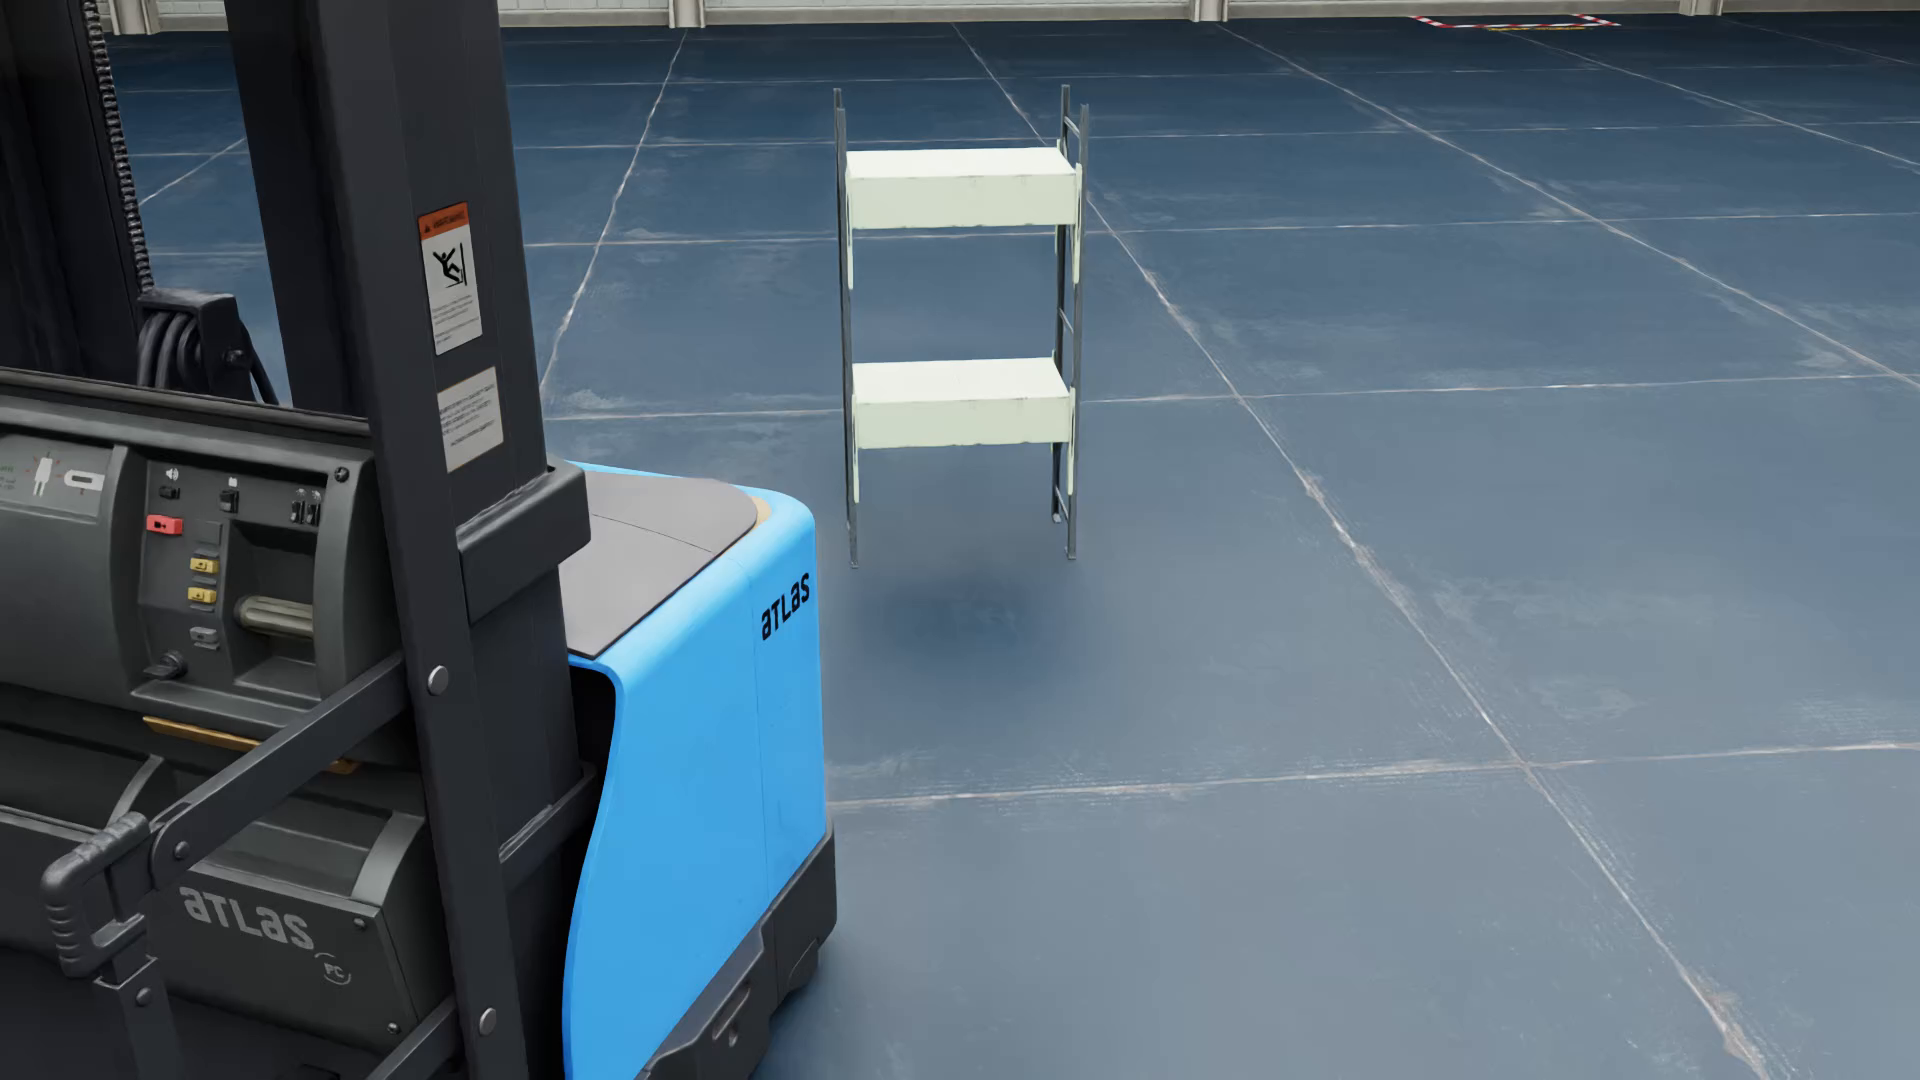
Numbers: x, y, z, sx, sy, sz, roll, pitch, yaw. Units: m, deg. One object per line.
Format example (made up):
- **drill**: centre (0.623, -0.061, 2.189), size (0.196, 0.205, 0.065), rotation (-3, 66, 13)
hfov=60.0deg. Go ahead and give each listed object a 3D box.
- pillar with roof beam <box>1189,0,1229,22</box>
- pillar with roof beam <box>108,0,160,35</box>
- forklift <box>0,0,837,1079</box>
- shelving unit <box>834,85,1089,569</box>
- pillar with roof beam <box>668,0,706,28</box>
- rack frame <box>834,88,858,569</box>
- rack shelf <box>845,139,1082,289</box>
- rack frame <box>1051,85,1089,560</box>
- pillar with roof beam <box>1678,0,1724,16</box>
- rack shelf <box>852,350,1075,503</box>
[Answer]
- **pillar with roof beam**: centre (3.312, -8.436, 13.651), size (0.400, 9.000, 9.100), rotation (-2, 24, -5)
- **pillar with roof beam**: centre (-8.630, -7.957, 12.573), size (0.400, 9.000, 9.100), rotation (-2, 24, -5)
- **forklift**: centre (-1.260, 0.044, 2.043), size (1.130, 2.935, 3.031), rotation (9, 25, 18)
- **shelving unit**: centre (-0.007, -0.685, 5.445), size (0.755, 1.500, 0.431), rotation (-2, 24, -5)
- **pillar with roof beam**: centre (-2.659, -8.197, 13.112), size (0.400, 9.000, 9.100), rotation (-2, 24, -5)
- **rack frame**: centre (-0.371, -0.670, 5.412), size (0.023, 1.500, 0.400), rotation (-2, 24, -5)
- **rack shelf**: centre (-0.007, -1.042, 5.286), size (0.720, 0.370, 0.431), rotation (-2, 24, -5)
- **rack frame**: centre (0.358, -0.700, 5.478), size (0.023, 1.500, 0.400), rotation (-2, 24, -5)
- **pillar with roof beam**: centre (9.283, -8.676, 14.190), size (0.400, 9.000, 9.100), rotation (-2, 24, -5)
- **rack shelf**: centre (-0.007, -0.387, 5.577), size (0.720, 0.370, 0.431), rotation (-2, 24, -5)
